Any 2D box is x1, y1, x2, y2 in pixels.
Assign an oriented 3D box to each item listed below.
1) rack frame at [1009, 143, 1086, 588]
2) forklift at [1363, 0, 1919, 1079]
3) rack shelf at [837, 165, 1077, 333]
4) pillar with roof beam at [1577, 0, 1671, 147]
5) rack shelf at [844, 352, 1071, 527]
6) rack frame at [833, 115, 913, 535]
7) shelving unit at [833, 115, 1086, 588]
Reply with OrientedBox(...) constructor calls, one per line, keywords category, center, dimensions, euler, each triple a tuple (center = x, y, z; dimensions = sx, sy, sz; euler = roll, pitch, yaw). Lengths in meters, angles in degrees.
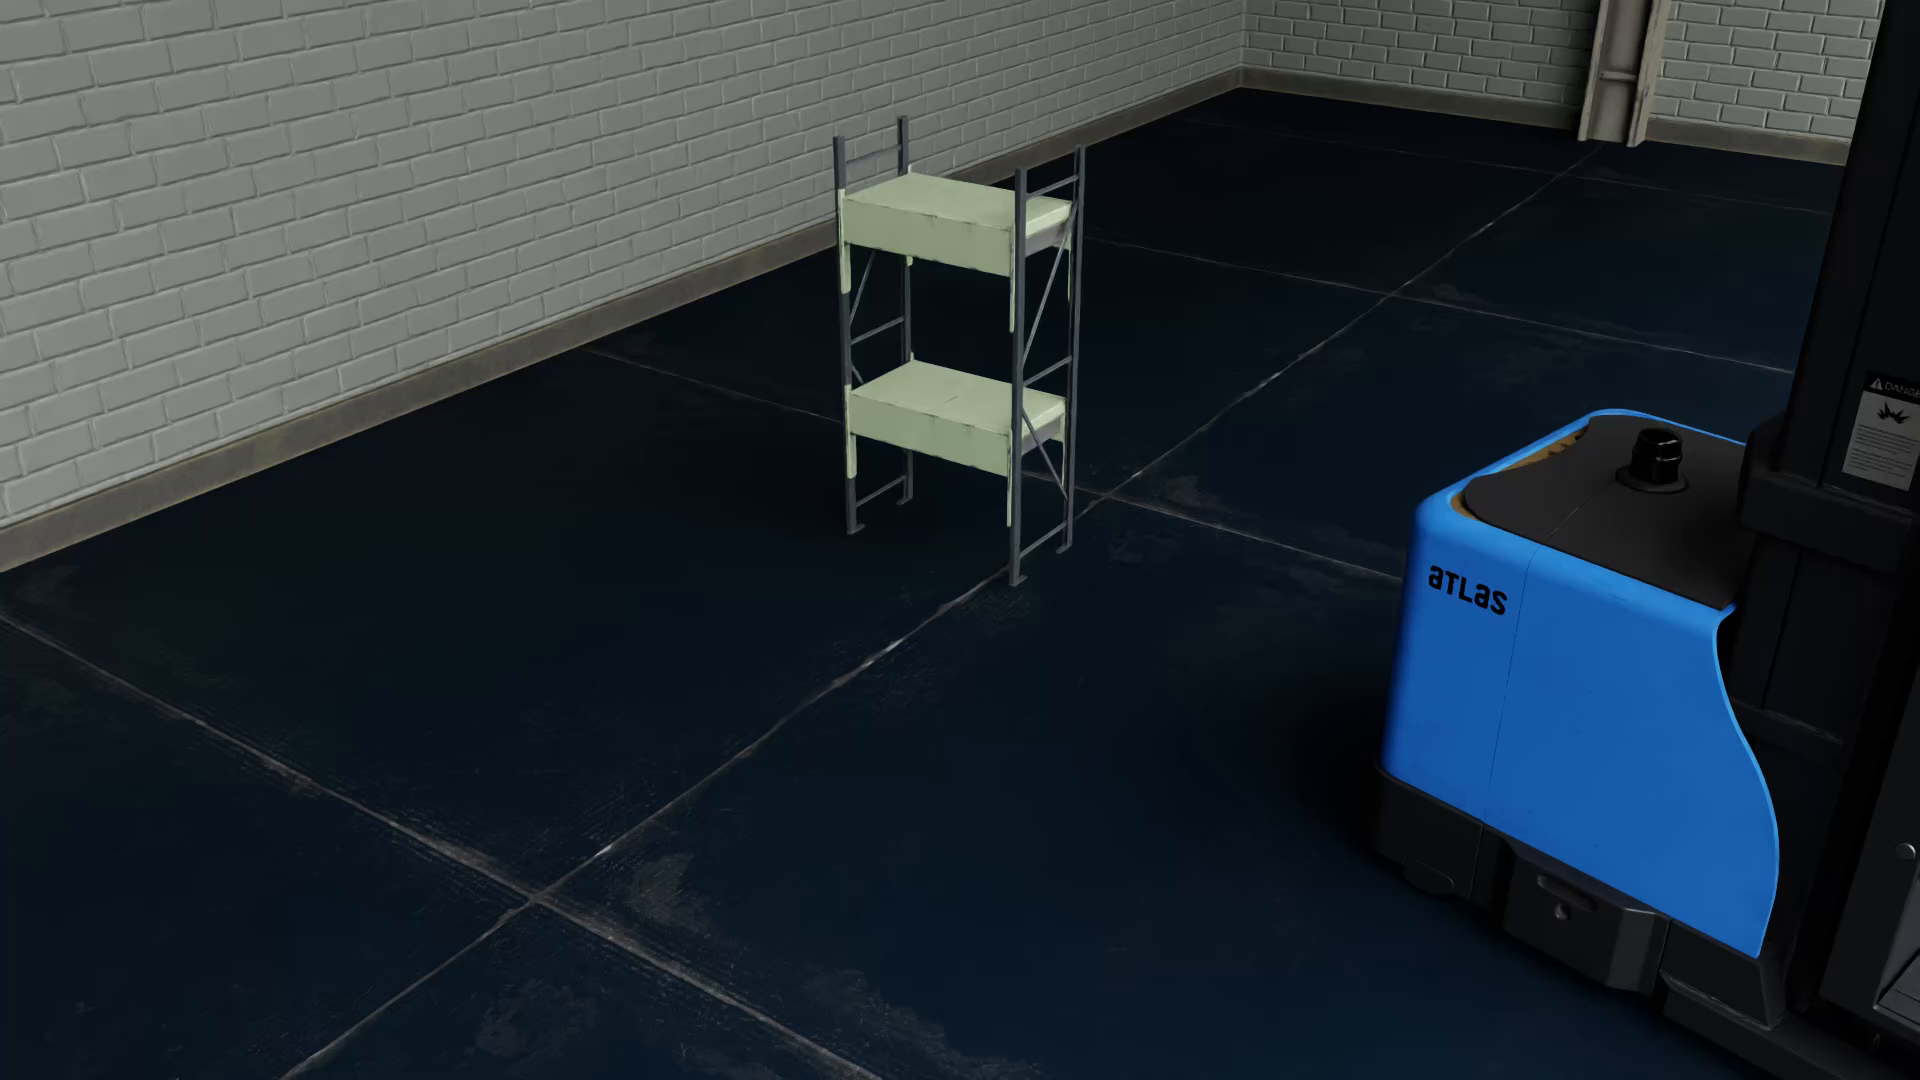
OrientedBox(category="rack frame", center=(0.296, -0.576, 5.729), dimensions=(0.023, 1.500, 0.400), euler=(17, 32, 30))
OrientedBox(category="forklift", center=(2.463, -0.097, 3.208), dimensions=(1.130, 2.935, 3.031), euler=(-23, 35, -37))
OrientedBox(category="rack shelf", center=(-0.006, -1.018, 5.736), dimensions=(0.720, 0.370, 0.431), euler=(17, 32, 30))
OrientedBox(category="pillar with roof beam", center=(2.209, -5.261, 6.666), dimensions=(0.400, 9.000, 9.100), euler=(17, 32, 30))
OrientedBox(category="rack shelf", center=(-0.006, -0.380, 6.061), dimensions=(0.720, 0.370, 0.431), euler=(17, 32, 30))
OrientedBox(category="rack frame", center=(-0.307, -0.764, 6.098), dimensions=(0.023, 1.500, 0.400), euler=(17, 32, 30))
OrientedBox(category="shelving unit", center=(-0.006, -0.670, 5.913), dimensions=(0.755, 1.500, 0.431), euler=(17, 32, 30))
